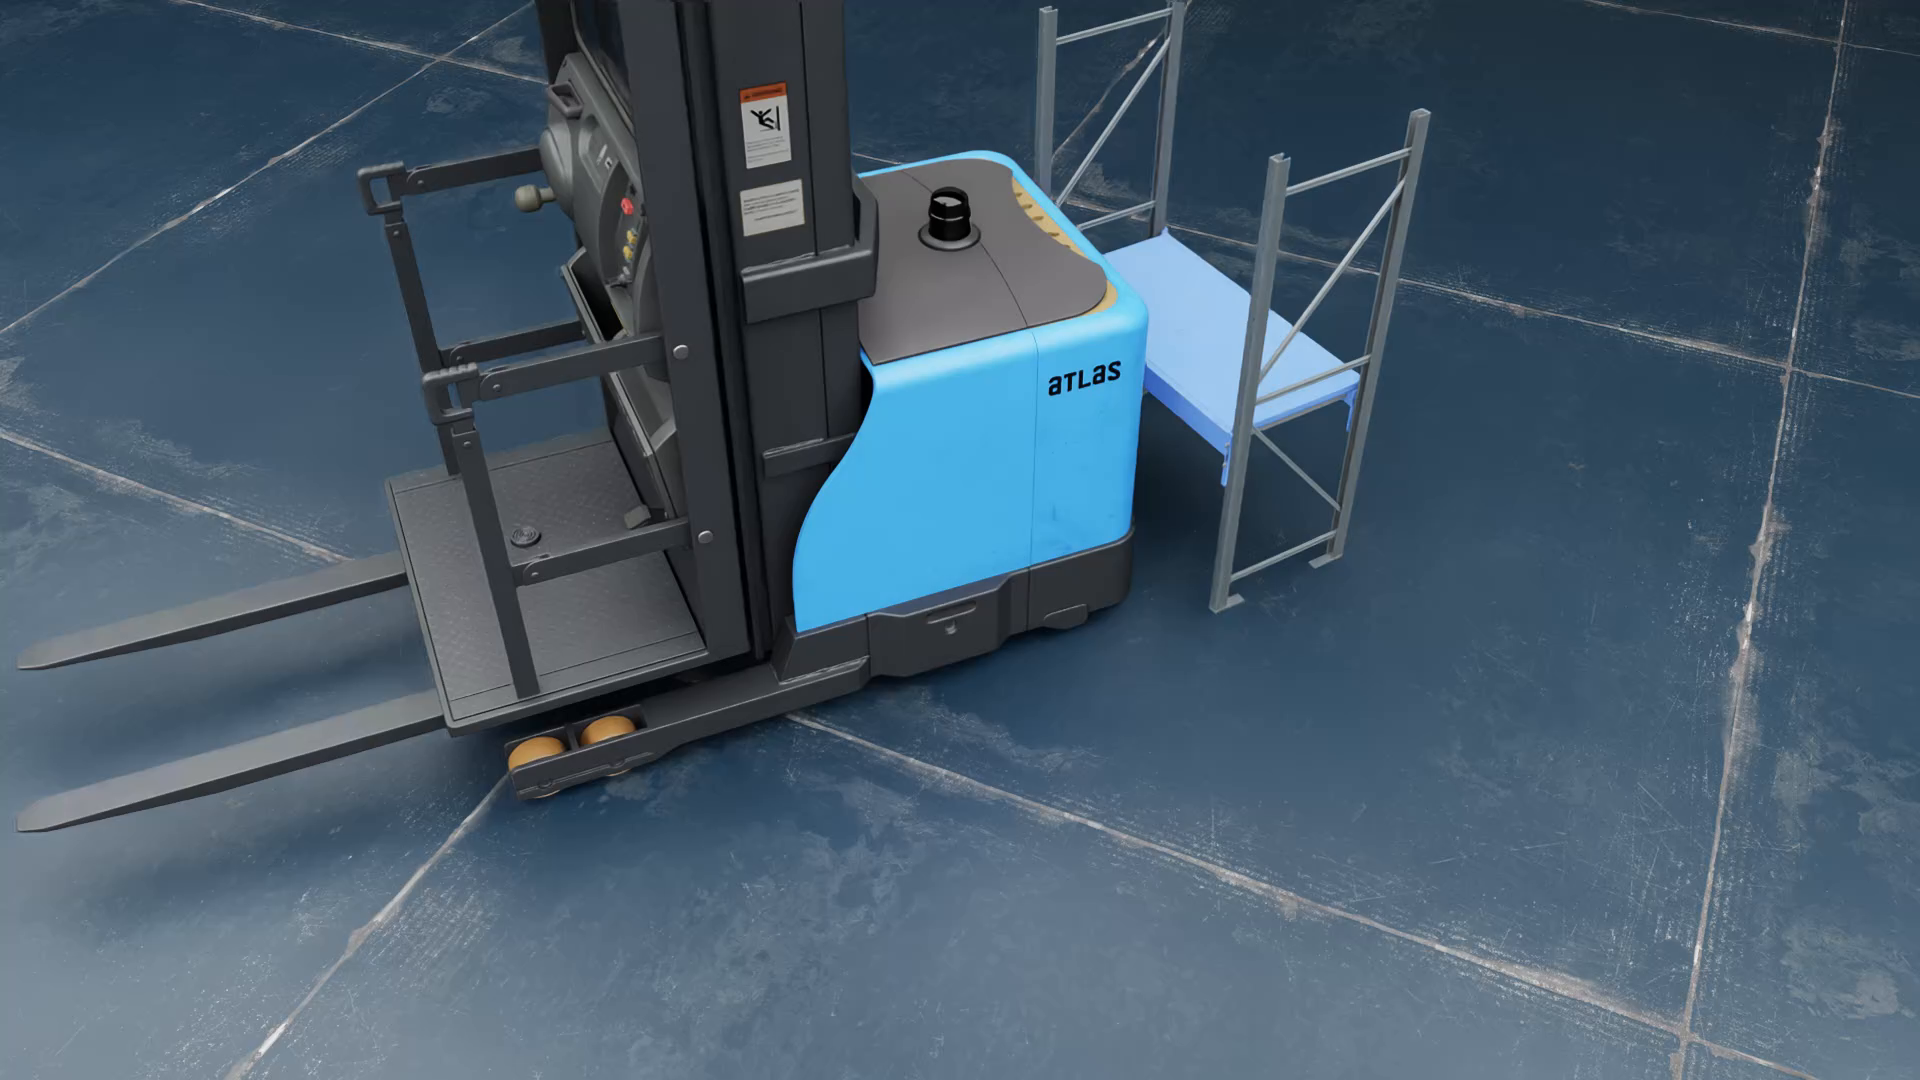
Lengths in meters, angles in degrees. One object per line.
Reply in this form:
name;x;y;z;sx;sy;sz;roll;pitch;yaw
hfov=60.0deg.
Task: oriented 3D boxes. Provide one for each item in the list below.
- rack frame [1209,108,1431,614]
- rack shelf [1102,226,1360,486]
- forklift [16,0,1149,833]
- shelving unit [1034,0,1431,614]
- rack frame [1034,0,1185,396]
rack frame;0.971;-0.437;4.609;0.500;1.500;0.032;-22;45;-23
rack shelf;0.708;-0.586;5.056;0.538;0.185;1.000;-22;45;-23
forklift;-1.055;-0.813;3.950;3.031;2.935;1.130;-16;43;-17
shelving unit;0.708;-0.722;4.938;0.538;1.500;1.048;-22;45;-23
rack frame;0.445;-1.007;5.267;0.500;1.500;0.032;-22;45;-23
